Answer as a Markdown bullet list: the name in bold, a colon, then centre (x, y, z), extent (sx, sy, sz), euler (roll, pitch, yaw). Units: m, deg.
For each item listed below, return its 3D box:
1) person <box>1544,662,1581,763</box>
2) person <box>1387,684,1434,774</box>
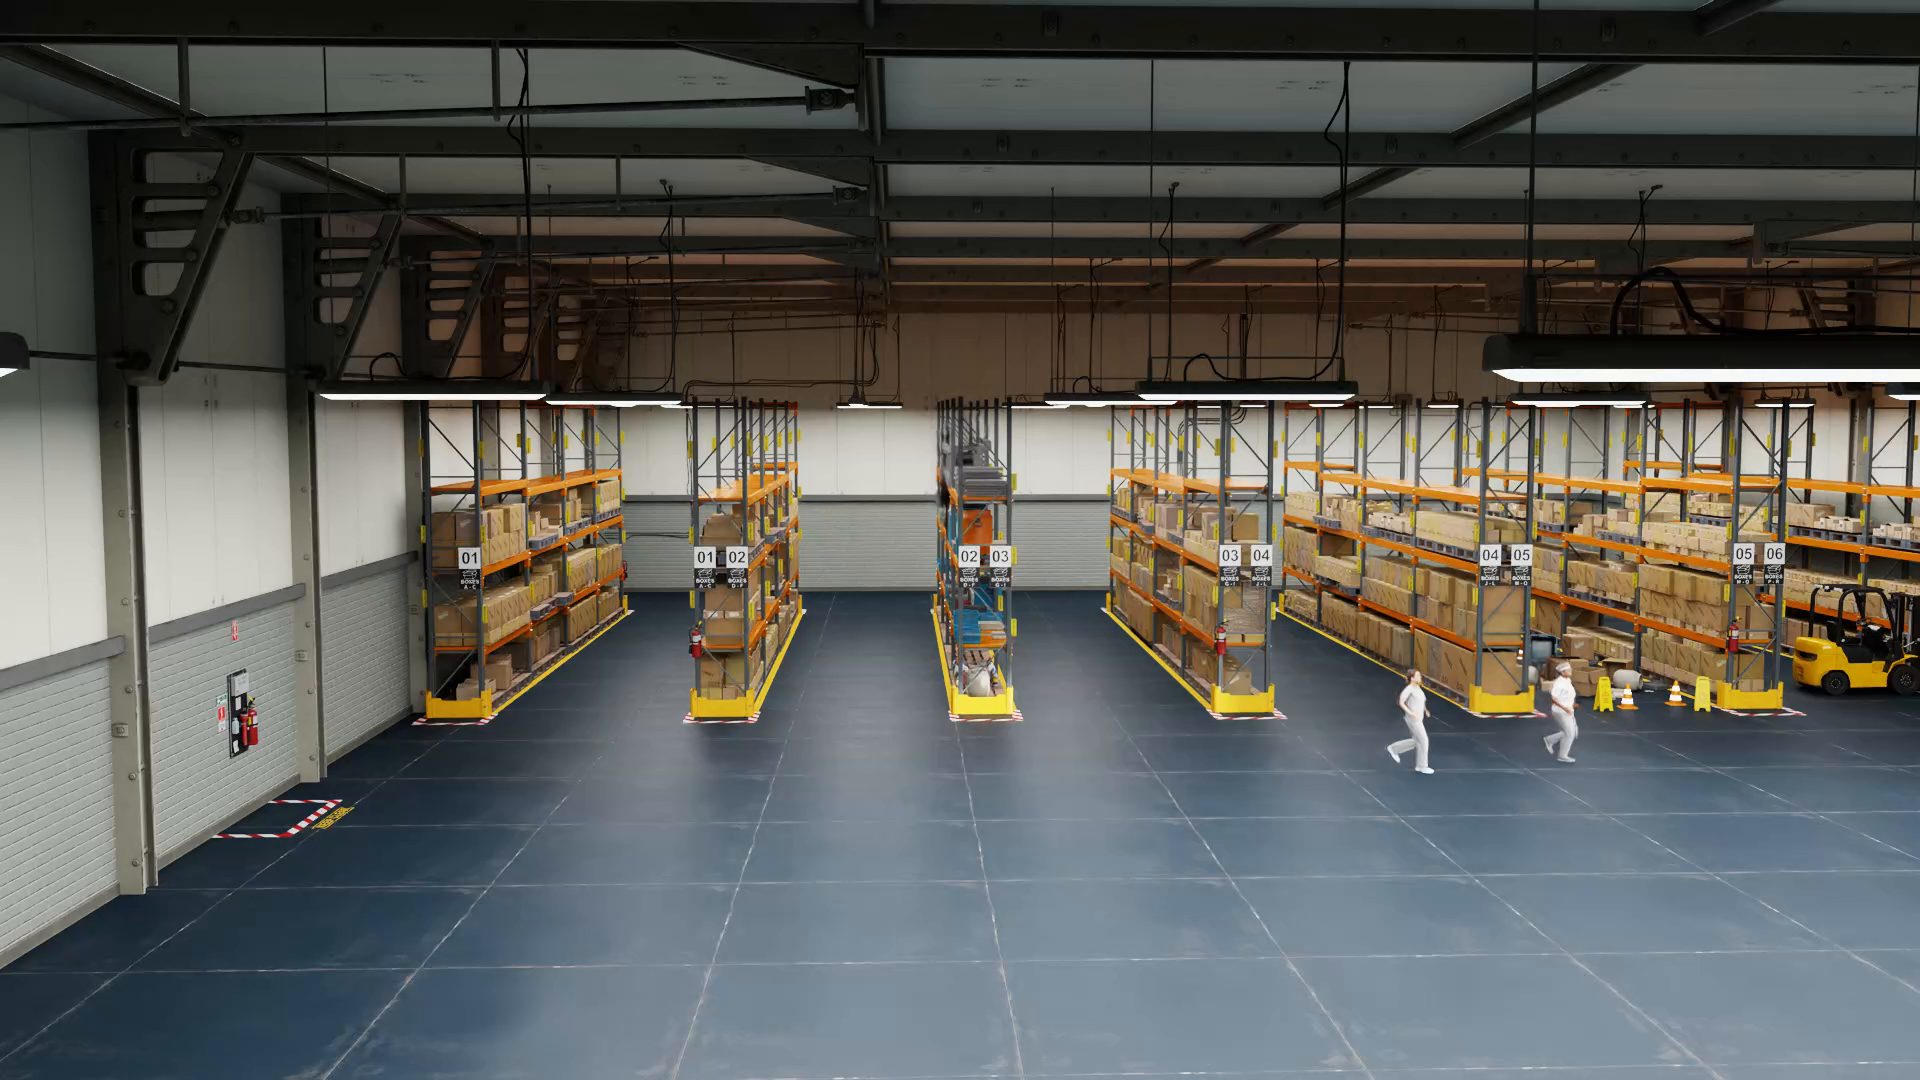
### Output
- **person**: centre (9.815, 2.797, 27.174), extent (0.581, 1.655, 0.562), euler (3, 6, 37)
- **person**: centre (7.166, 2.982, 26.463), extent (0.790, 1.399, 0.545), euler (3, 5, 33)
